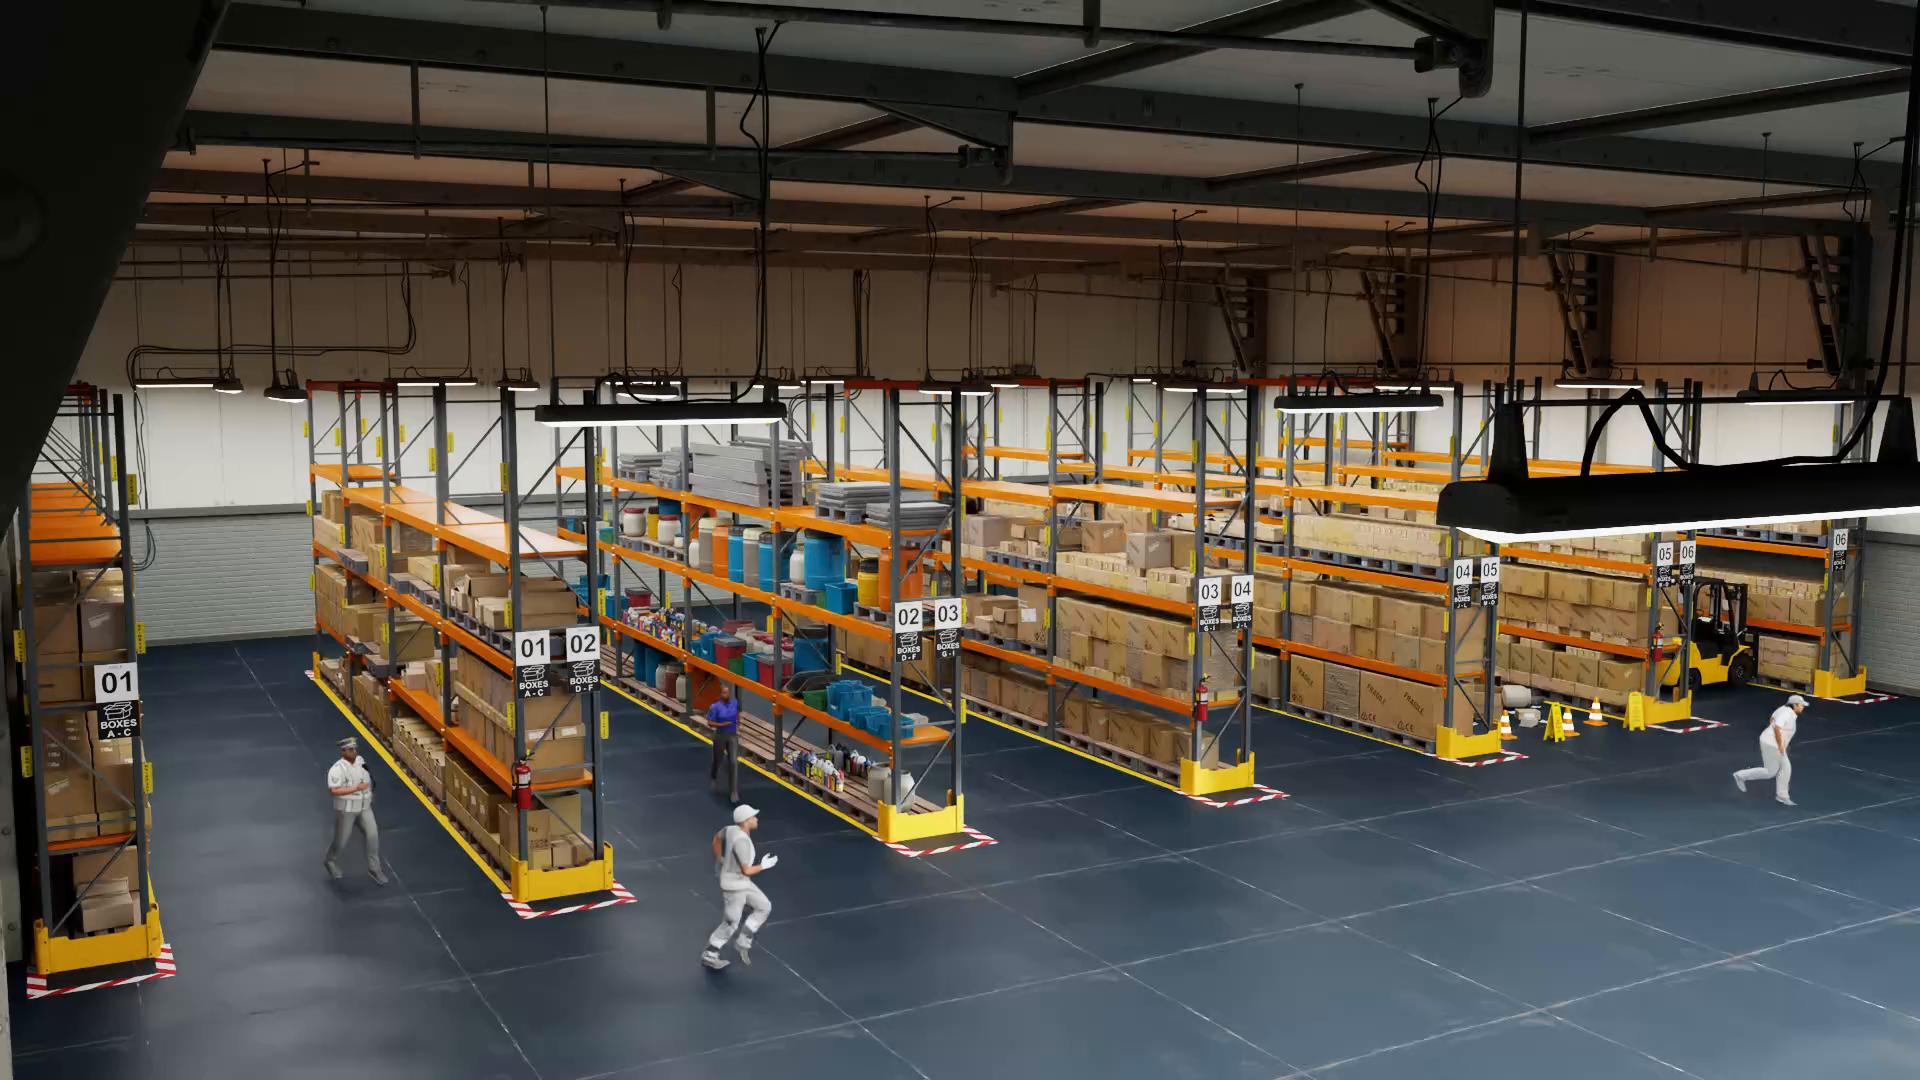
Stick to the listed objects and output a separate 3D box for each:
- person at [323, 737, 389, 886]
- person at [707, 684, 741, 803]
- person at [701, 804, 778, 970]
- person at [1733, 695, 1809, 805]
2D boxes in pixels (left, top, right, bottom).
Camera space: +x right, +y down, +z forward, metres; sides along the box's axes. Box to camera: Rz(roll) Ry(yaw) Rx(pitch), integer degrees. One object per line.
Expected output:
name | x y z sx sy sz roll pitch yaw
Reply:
person | -7.403 3.286 20.259 0.891 1.813 0.659 4 7 33
person | -3.429 2.910 24.222 0.566 1.663 0.929 -3 7 -25
person | -2.298 3.600 17.299 0.807 1.744 0.696 -1 6 -9
person | 11.703 3.017 24.027 0.956 1.625 0.612 2 6 17
